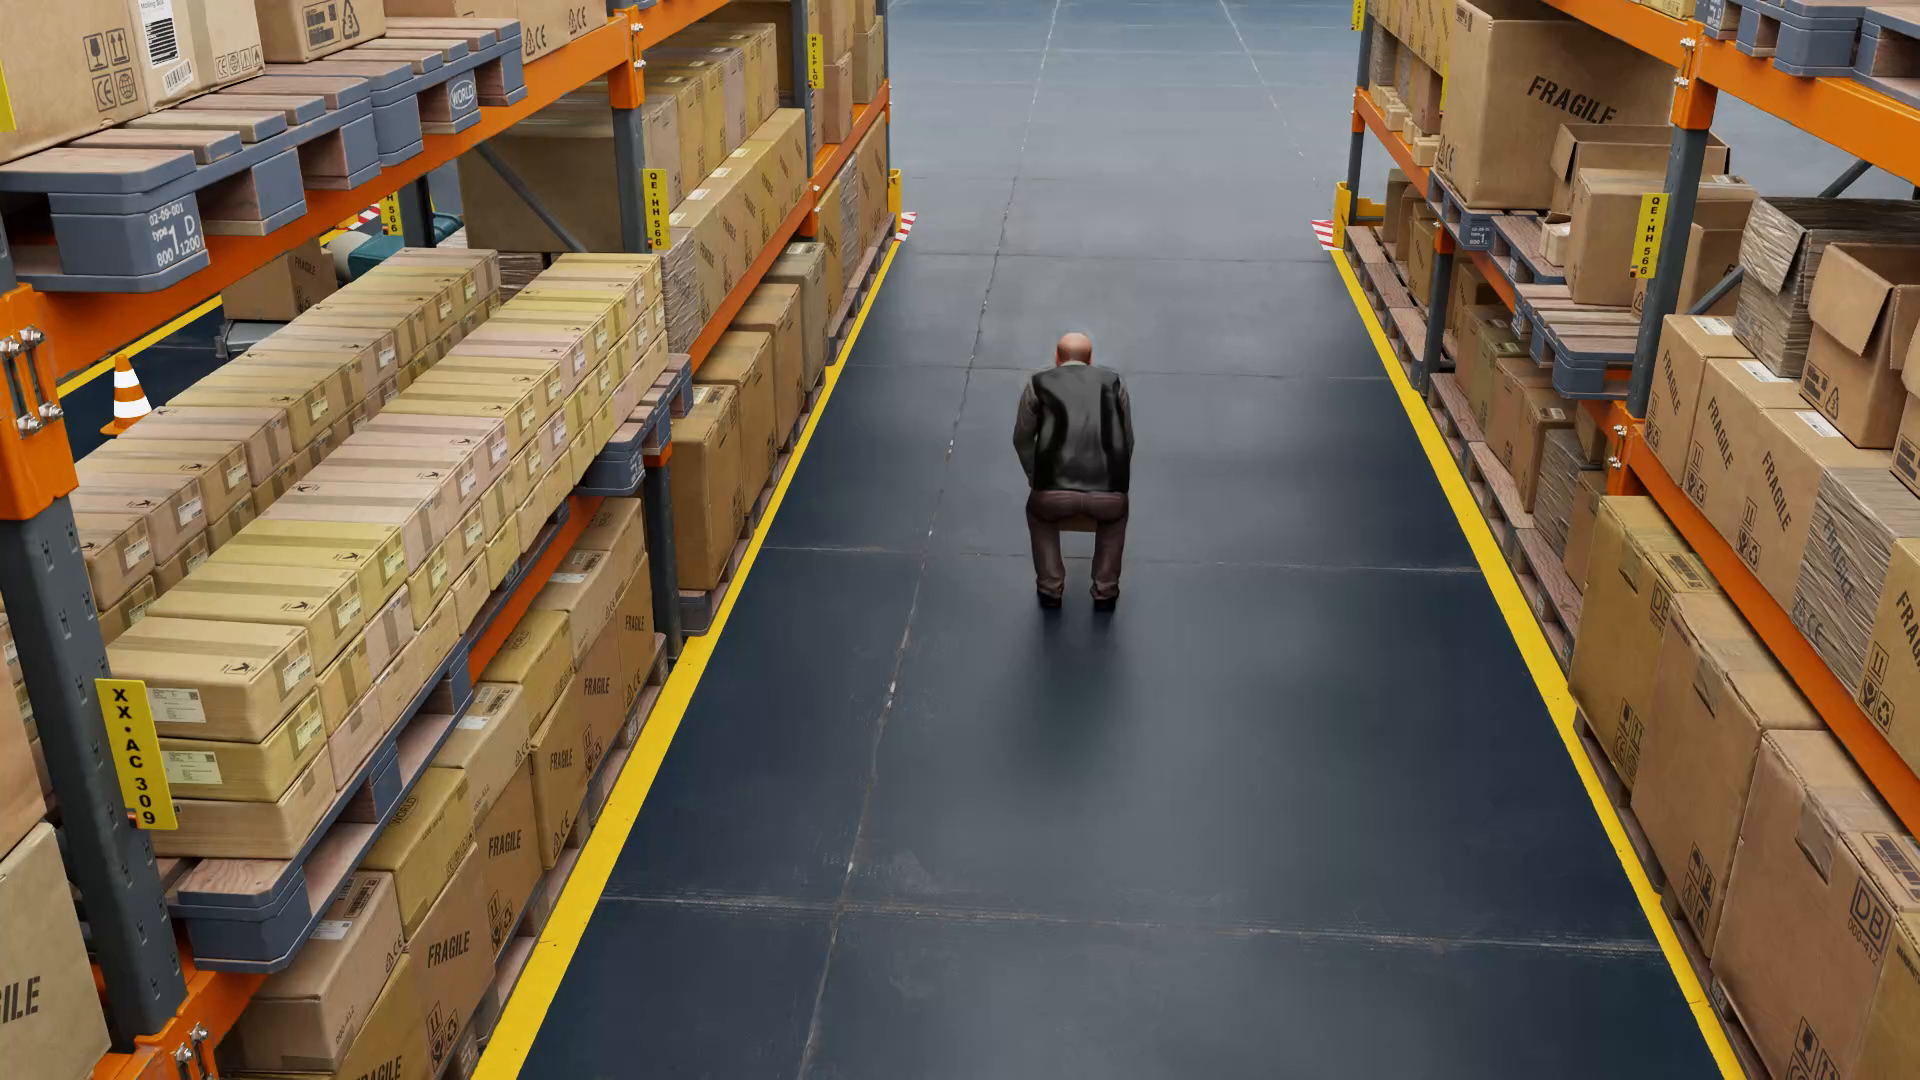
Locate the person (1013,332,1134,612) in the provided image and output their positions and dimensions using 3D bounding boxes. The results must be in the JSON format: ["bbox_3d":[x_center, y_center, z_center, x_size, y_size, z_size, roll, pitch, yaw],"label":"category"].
[{"bbox_3d":[0.534,-0.300,7.903,0.583,1.225,0.789,2,24,4],"label":"person"}]
